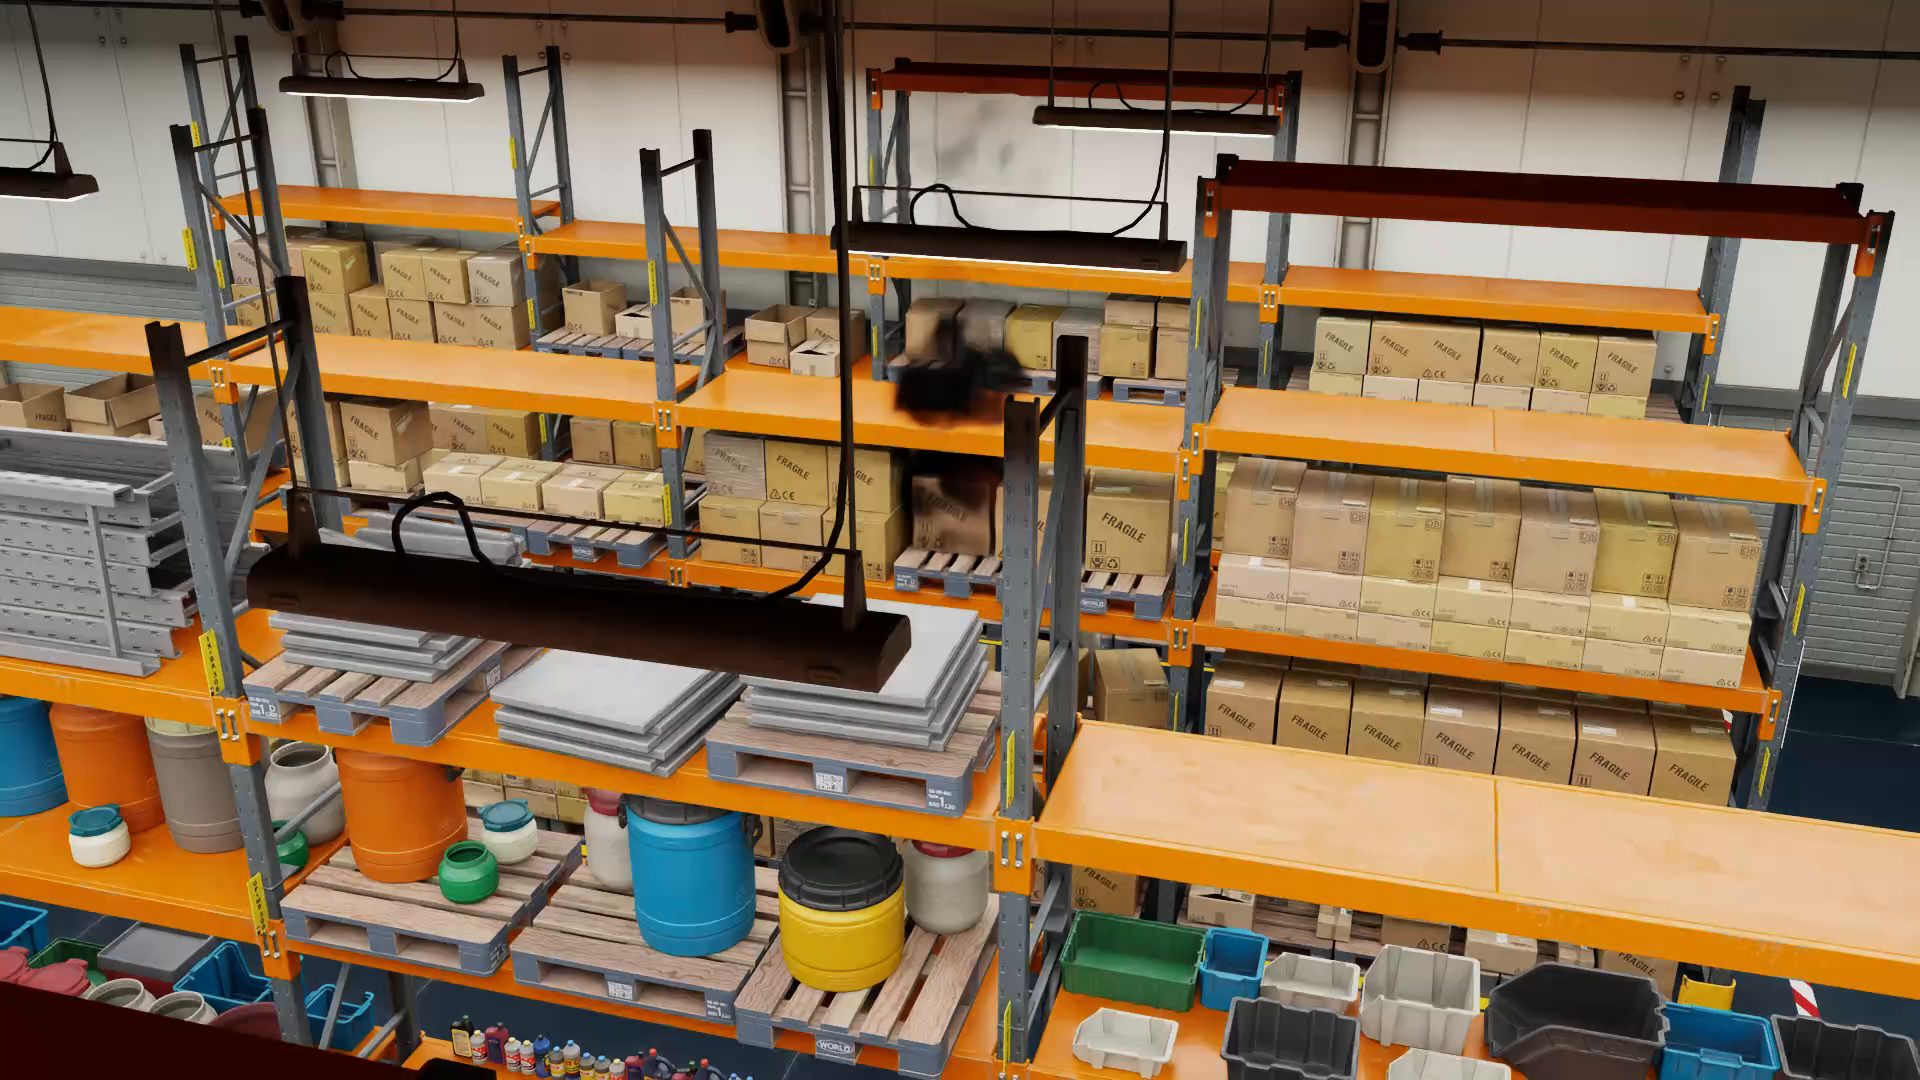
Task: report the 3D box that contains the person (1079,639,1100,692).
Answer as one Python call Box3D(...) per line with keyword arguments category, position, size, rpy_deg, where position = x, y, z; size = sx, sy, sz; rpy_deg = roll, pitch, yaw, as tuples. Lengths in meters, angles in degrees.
Box3D(category="person", position=(1.167, 0.952, 15.546), size=(0.891, 1.687, 0.570), rpy_deg=(2, 23, 4))
